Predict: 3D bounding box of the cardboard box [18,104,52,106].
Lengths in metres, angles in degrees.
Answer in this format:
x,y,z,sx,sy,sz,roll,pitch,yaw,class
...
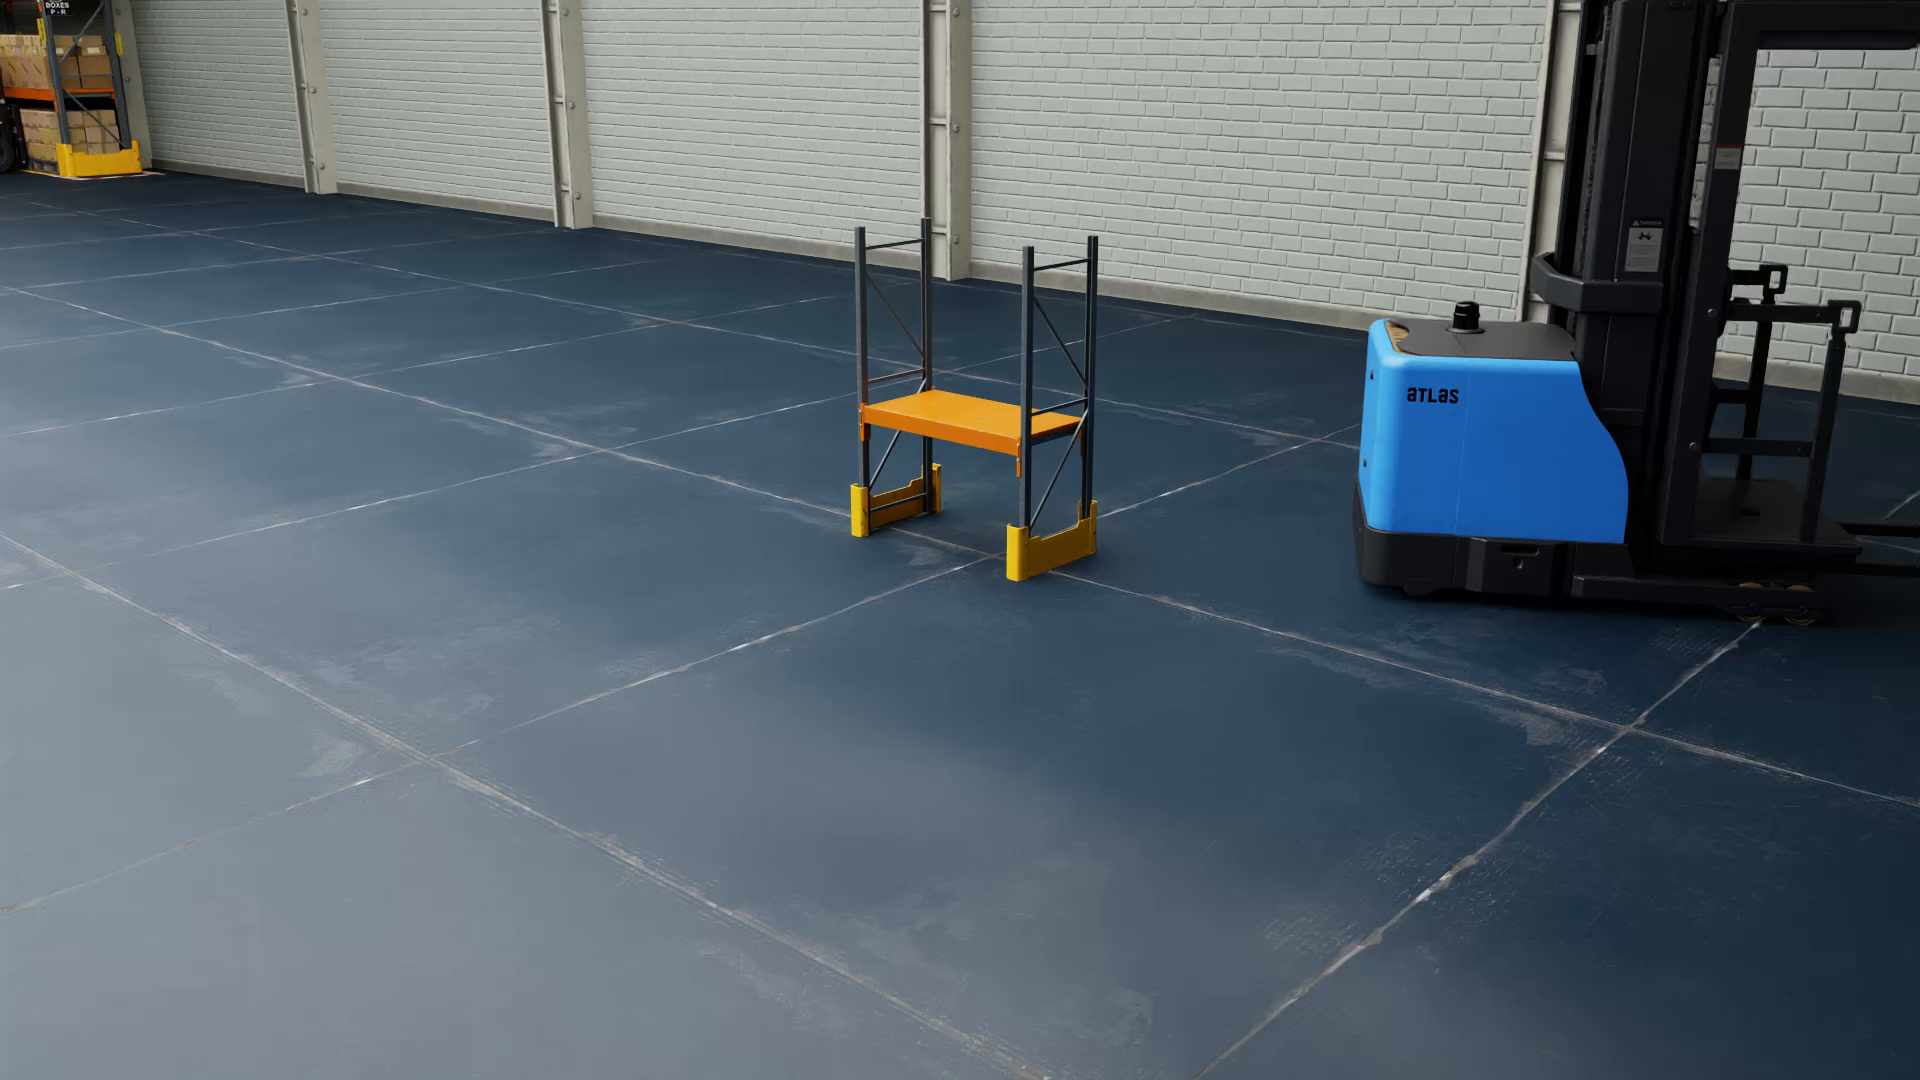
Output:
x,y,z,sx,sy,sz,roll,pitch,yaw,class
-15.783,-7.276,28.278,0.500,0.250,0.500,15,23,38,cardboard box

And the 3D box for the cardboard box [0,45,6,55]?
x,y,z,sx,sy,sz,roll,pitch,yaw,class
-15.461,-7.982,27.065,0.250,0.149,0.380,14,23,38,cardboard box

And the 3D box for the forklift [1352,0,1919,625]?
x,y,z,sx,sy,sz,roll,pitch,yaw,class
3.342,-1.213,7.087,3.031,2.935,1.130,3,18,10,forklift

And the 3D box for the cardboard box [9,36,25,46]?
x,y,z,sx,sy,sz,roll,pitch,yaw,class
-14.908,-7.966,26.524,0.250,0.149,0.380,16,23,41,cardboard box

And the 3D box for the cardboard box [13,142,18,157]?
x,y,z,sx,sy,sz,roll,pitch,yaw,class
-15.375,-6.476,27.411,0.500,0.250,0.500,16,24,41,cardboard box

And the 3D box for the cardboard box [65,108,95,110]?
x,y,z,sx,sy,sz,roll,pitch,yaw,class
-14.286,-6.865,26.983,0.500,0.250,0.500,15,23,39,cardboard box

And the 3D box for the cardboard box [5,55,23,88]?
x,y,z,sx,sy,sz,roll,pitch,yaw,class
-14.984,-7.556,26.797,0.500,0.500,0.500,14,23,38,cardboard box

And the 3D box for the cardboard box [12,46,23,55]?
x,y,z,sx,sy,sz,roll,pitch,yaw,class
-14.895,-7.829,26.584,0.250,0.149,0.380,14,22,38,cardboard box

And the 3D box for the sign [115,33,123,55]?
x,y,z,sx,sy,sz,roll,pitch,yaw,class
-13.303,-7.835,26.279,0.005,0.325,0.100,15,23,39,sign

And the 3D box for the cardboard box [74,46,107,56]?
x,y,z,sx,sy,sz,roll,pitch,yaw,class
-13.758,-7.744,26.316,0.250,0.149,0.380,14,23,38,cardboard box

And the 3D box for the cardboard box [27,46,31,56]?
x,y,z,sx,sy,sz,roll,pitch,yaw,class
-14.486,-7.734,26.284,0.250,0.149,0.380,16,23,40,cardboard box

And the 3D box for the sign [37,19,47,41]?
x,y,z,sx,sy,sz,roll,pitch,yaw,class
-14.047,-7.805,25.441,0.005,0.325,0.100,15,23,39,sign

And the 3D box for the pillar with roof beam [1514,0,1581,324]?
x,y,z,sx,sy,sz,roll,pitch,yaw,class
1.494,-4.671,7.952,0.400,9.000,9.100,15,23,39,pillar with roof beam

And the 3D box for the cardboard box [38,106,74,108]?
x,y,z,sx,sy,sz,roll,pitch,yaw,class
-15.032,-7.072,27.636,0.500,0.250,0.500,14,23,38,cardboard box

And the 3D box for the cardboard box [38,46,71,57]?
x,y,z,sx,sy,sz,roll,pitch,yaw,class
-14.121,-7.623,25.936,0.250,0.149,0.380,15,23,40,cardboard box

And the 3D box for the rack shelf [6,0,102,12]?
x,y,z,sx,sy,sz,roll,pitch,yaw,class
-15.172,-8.749,26.950,4.000,0.370,1.077,15,23,39,rack shelf

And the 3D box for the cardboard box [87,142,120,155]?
x,y,z,sx,sy,sz,roll,pitch,yaw,class
-13.914,-6.293,26.832,0.500,0.250,0.500,15,23,39,cardboard box

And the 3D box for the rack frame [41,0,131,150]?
x,y,z,sx,sy,sz,roll,pitch,yaw,class
-13.676,-7.260,26.030,0.127,3.000,1.000,15,23,39,rack frame

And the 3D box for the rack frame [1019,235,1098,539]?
x,y,z,sx,sy,sz,roll,pitch,yaw,class
0.444,-0.596,7.509,0.032,1.500,0.500,15,23,39,rack frame

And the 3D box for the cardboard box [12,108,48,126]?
x,y,z,sx,sy,sz,roll,pitch,yaw,class
-14.997,-6.848,26.931,0.500,0.250,0.500,15,23,40,cardboard box

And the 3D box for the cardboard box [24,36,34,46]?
x,y,z,sx,sy,sz,roll,pitch,yaw,class
-14.503,-7.872,26.228,0.250,0.149,0.380,16,23,40,cardboard box

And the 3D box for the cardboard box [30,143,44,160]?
x,y,z,sx,sy,sz,roll,pitch,yaw,class
-14.603,-6.275,26.775,0.500,0.250,0.500,15,23,39,cardboard box

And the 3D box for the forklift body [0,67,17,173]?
x,y,z,sx,sy,sz,roll,pitch,yaw,class
-16.305,-6.824,26.057,1.214,2.155,2.313,15,23,39,forklift body

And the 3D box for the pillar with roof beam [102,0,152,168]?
x,y,z,sx,sy,sz,roll,pitch,yaw,class
-16.456,-9.489,23.136,0.400,9.000,9.100,15,23,39,pillar with roof beam

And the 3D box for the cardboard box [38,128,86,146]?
x,y,z,sx,sy,sz,roll,pitch,yaw,class
-14.248,-6.415,26.391,0.500,0.250,0.500,15,23,39,cardboard box

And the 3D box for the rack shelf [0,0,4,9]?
x,y,z,sx,sy,sz,roll,pitch,yaw,class
-18.164,-9.552,29.481,4.000,0.370,1.077,15,23,39,rack shelf

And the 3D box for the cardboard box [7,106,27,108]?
x,y,z,sx,sy,sz,roll,pitch,yaw,class
-15.759,-7.059,27.594,0.500,0.250,0.500,16,24,41,cardboard box

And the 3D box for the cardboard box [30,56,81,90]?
x,y,z,sx,sy,sz,roll,pitch,yaw,class
-14.219,-7.347,26.139,0.500,0.500,0.500,14,23,38,cardboard box

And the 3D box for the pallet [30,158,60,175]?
x,y,z,sx,sy,sz,roll,pitch,yaw,class
-14.276,-6.075,26.905,1.213,0.211,1.003,15,23,39,pallet

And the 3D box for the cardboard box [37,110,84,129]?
x,y,z,sx,sy,sz,roll,pitch,yaw,class
-14.228,-6.648,26.300,0.500,0.250,0.500,16,24,41,cardboard box

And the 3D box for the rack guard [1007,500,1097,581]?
x,y,z,sx,sy,sz,roll,pitch,yaw,class
0.429,-0.004,7.711,0.087,0.250,0.587,15,23,39,rack guard

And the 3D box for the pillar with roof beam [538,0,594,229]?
x,y,z,sx,sy,sz,roll,pitch,yaw,class
-7.481,-7.080,15.544,0.400,9.000,9.100,15,23,39,pillar with roof beam

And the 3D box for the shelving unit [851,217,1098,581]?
x,y,z,sx,sy,sz,roll,pitch,yaw,class
0.057,-0.700,7.837,1.083,1.500,0.587,15,23,39,shelving unit

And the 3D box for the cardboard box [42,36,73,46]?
x,y,z,sx,sy,sz,roll,pitch,yaw,class
-14.084,-7.783,25.948,0.250,0.149,0.380,15,23,39,cardboard box

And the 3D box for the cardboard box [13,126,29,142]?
x,y,z,sx,sy,sz,roll,pitch,yaw,class
-15.016,-6.617,27.028,0.500,0.250,0.500,14,23,38,cardboard box
